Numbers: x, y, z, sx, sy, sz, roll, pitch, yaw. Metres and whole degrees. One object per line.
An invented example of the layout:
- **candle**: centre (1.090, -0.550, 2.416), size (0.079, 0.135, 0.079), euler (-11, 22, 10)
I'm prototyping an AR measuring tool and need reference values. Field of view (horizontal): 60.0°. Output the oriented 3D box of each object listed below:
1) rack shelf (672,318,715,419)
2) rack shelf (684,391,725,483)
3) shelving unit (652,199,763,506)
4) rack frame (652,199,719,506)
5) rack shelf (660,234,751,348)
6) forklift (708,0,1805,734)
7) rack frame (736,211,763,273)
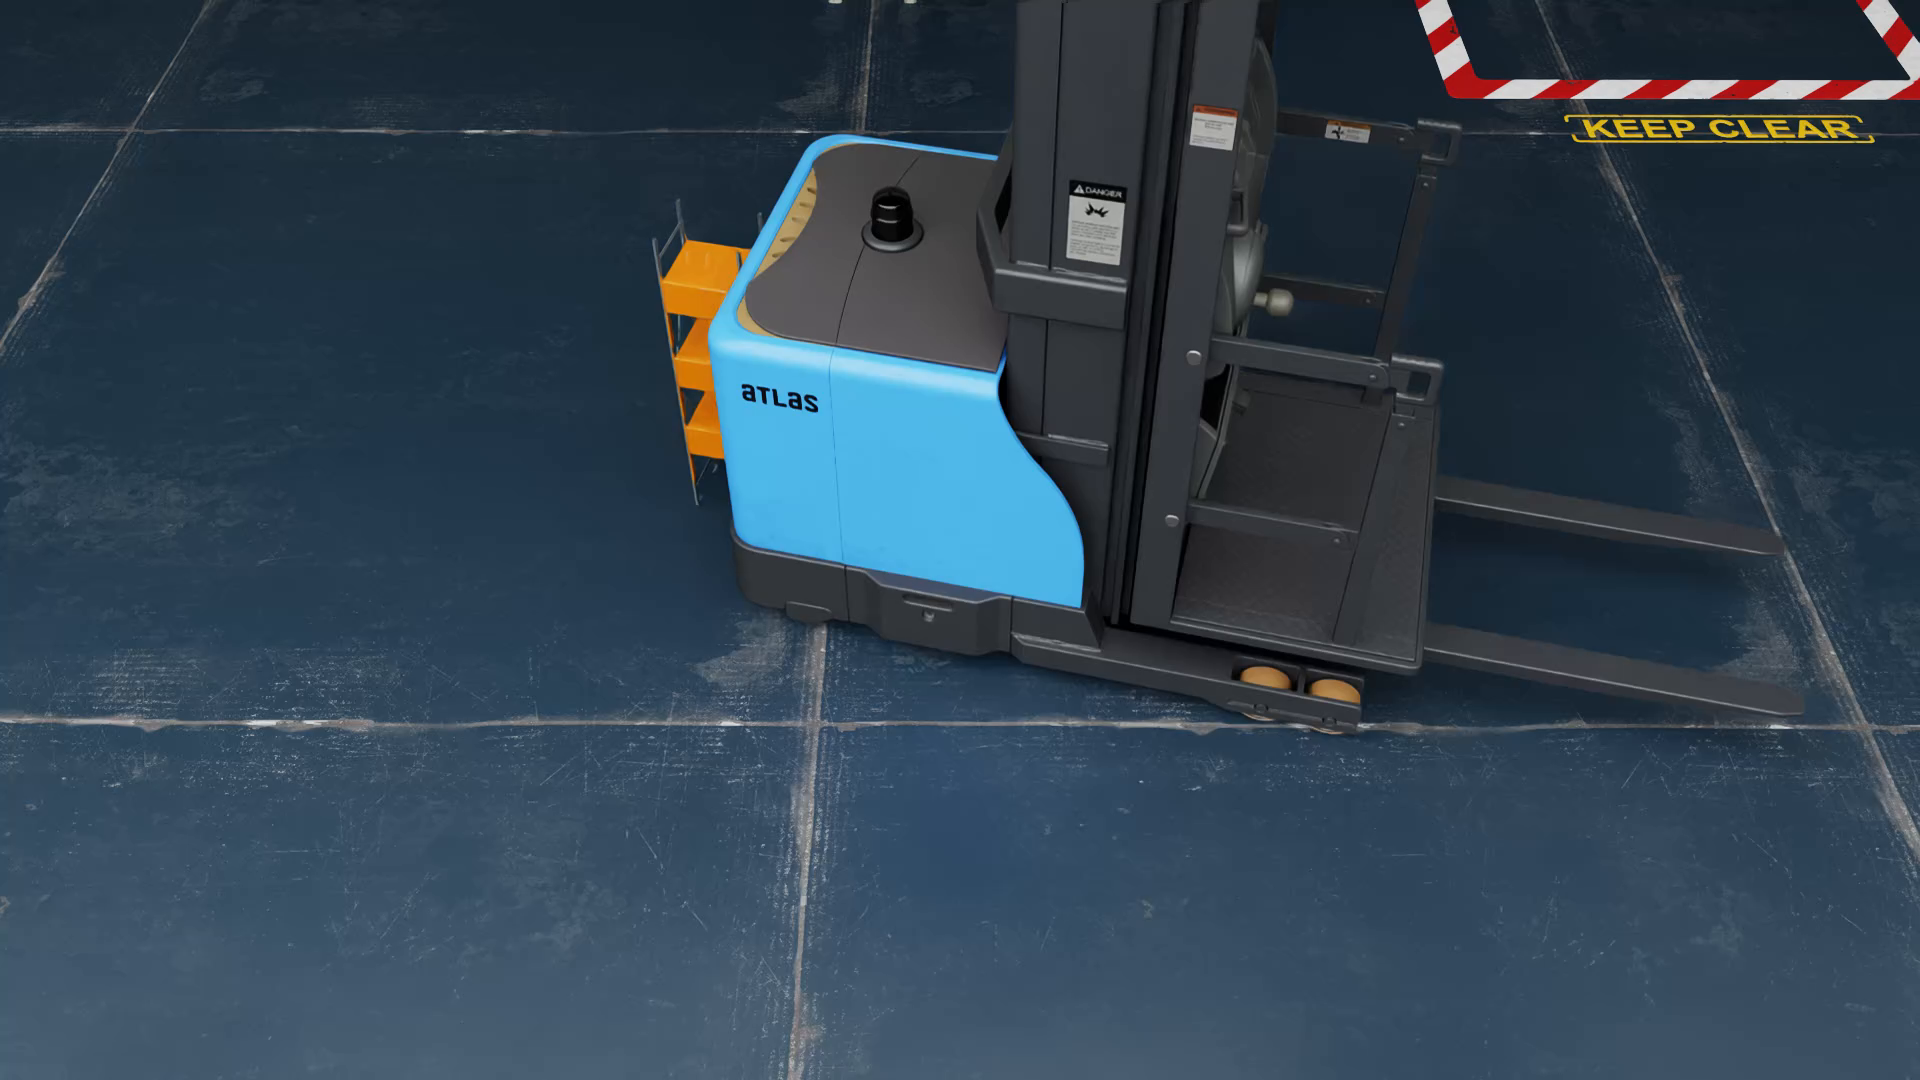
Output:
- **rack shelf**: centre (-0.703, -0.509, 5.021), size (0.240, 0.259, 0.215), euler (10, 48, 9)
- **rack shelf**: centre (-0.703, -0.320, 5.224), size (0.240, 0.259, 0.215), euler (10, 48, 9)
- **shelving unit**: centre (-0.703, -0.516, 5.013), size (0.252, 1.050, 0.215), euler (10, 48, 9)
- **rack frame**: centre (-0.821, -0.538, 5.033), size (0.008, 1.050, 0.200), euler (10, 48, 9)
- **rack shelf**: centre (-0.703, -0.702, 4.813), size (0.240, 0.259, 0.215), euler (10, 48, 9)
- **forklift**: centre (0.900, -0.879, 4.065), size (3.031, 2.935, 1.130), euler (10, 48, 9)
- **rack frame**: centre (-0.585, -0.495, 4.993), size (0.008, 1.050, 0.200), euler (10, 48, 9)
